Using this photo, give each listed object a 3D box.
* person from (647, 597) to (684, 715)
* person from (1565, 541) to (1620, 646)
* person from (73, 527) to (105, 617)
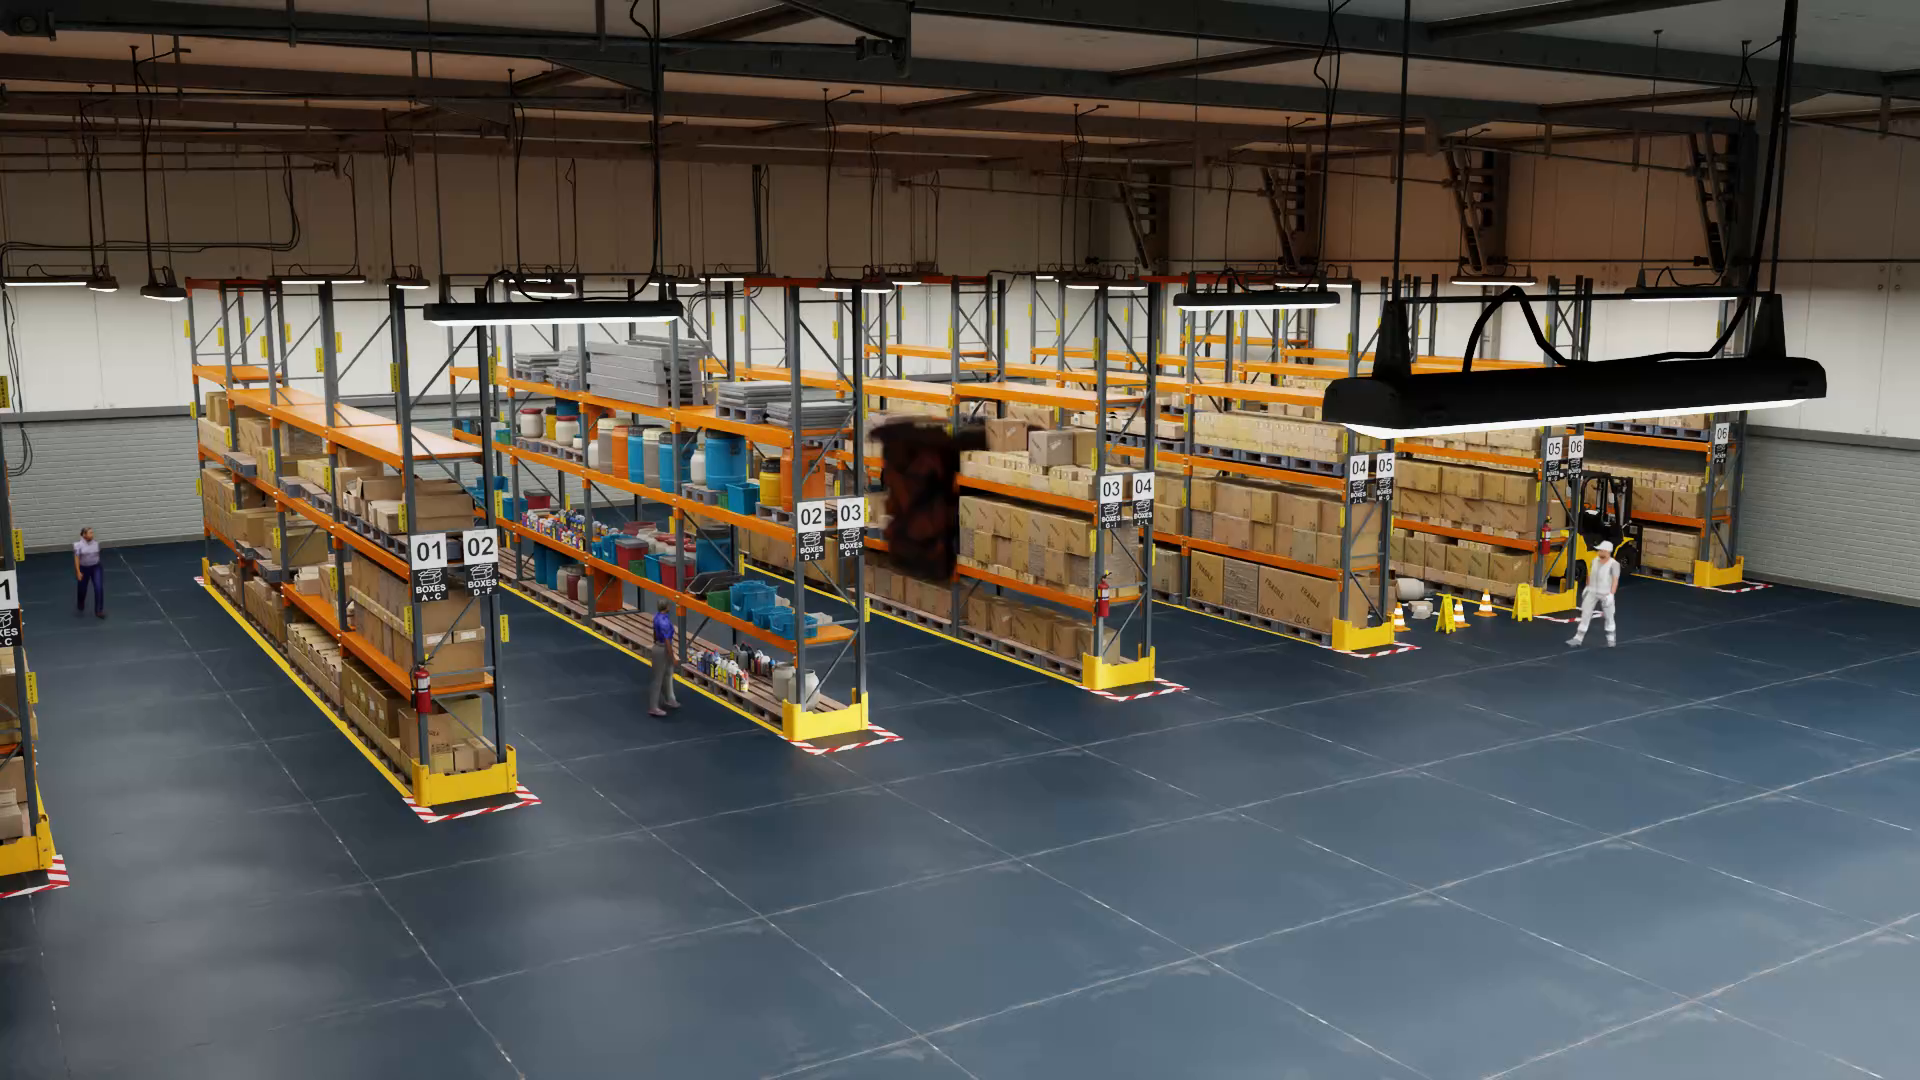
[{"bbox_3d":[-4.179,1.623,23.476,0.516,1.695,0.626,-2,10,-10],"label":"person"},{"bbox_3d":[10.472,0.890,27.368,0.680,1.763,0.785,7,12,38],"label":"person"},{"bbox_3d":[-15.612,0.552,29.792,0.458,1.617,0.665,-7,12,-34],"label":"person"}]
